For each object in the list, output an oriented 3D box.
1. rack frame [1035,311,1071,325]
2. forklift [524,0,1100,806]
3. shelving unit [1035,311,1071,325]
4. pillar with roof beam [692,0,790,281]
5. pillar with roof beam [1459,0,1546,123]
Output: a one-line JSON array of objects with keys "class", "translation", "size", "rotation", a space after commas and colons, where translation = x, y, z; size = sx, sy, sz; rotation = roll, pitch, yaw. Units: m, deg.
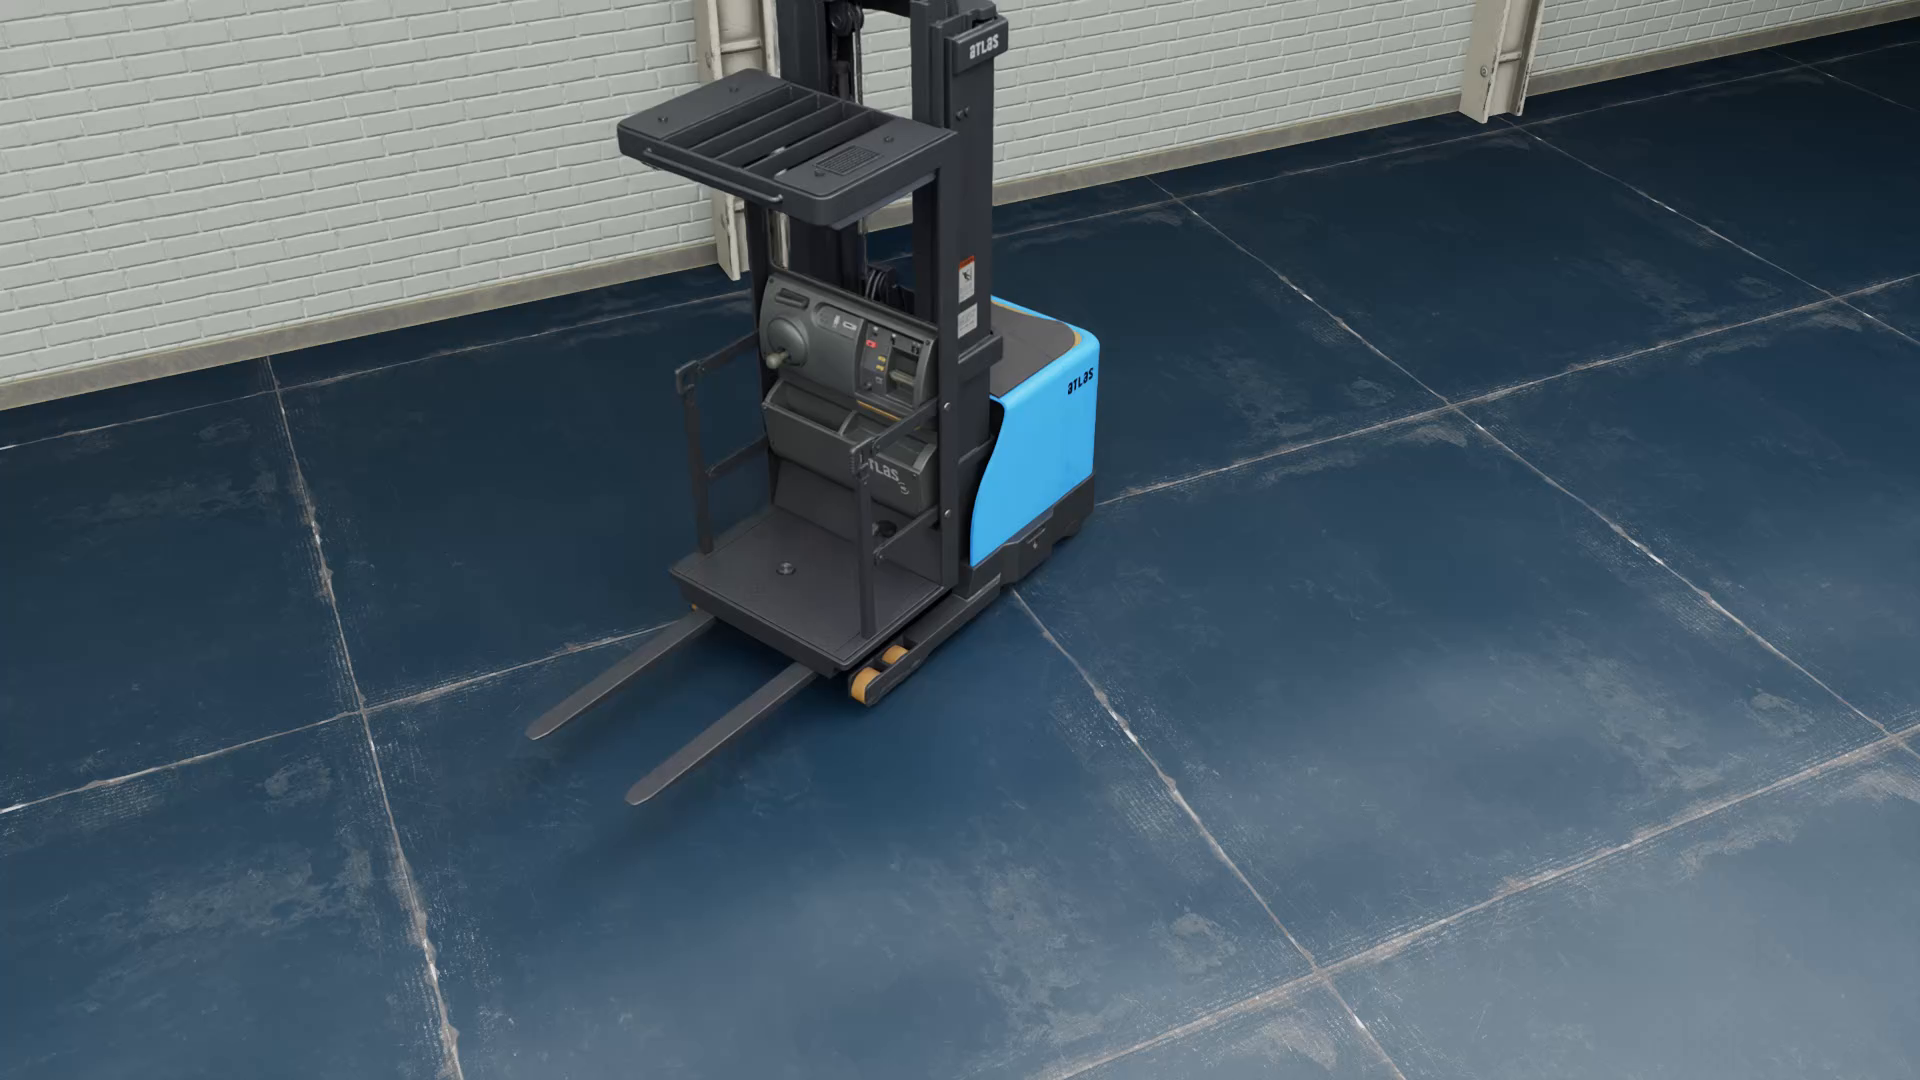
[{"class": "rack frame", "translation": [0.468, -0.759, 8.661], "size": [0.240, 0.900, 0.006], "rotation": [25, 43, 30]}, {"class": "forklift", "translation": [-0.623, -0.777, 6.980], "size": [1.130, 2.935, 3.031], "rotation": [25, 43, 30]}, {"class": "shelving unit", "translation": [0.406, -0.712, 8.597], "size": [0.258, 0.900, 0.210], "rotation": [25, 43, 30]}, {"class": "pillar with roof beam", "translation": [0.488, -3.083, 4.995], "size": [0.400, 9.000, 9.100], "rotation": [-16, 39, -20]}, {"class": "pillar with roof beam", "translation": [5.919, -4.601, 7.043], "size": [0.400, 9.000, 9.100], "rotation": [-16, 39, -20]}]
